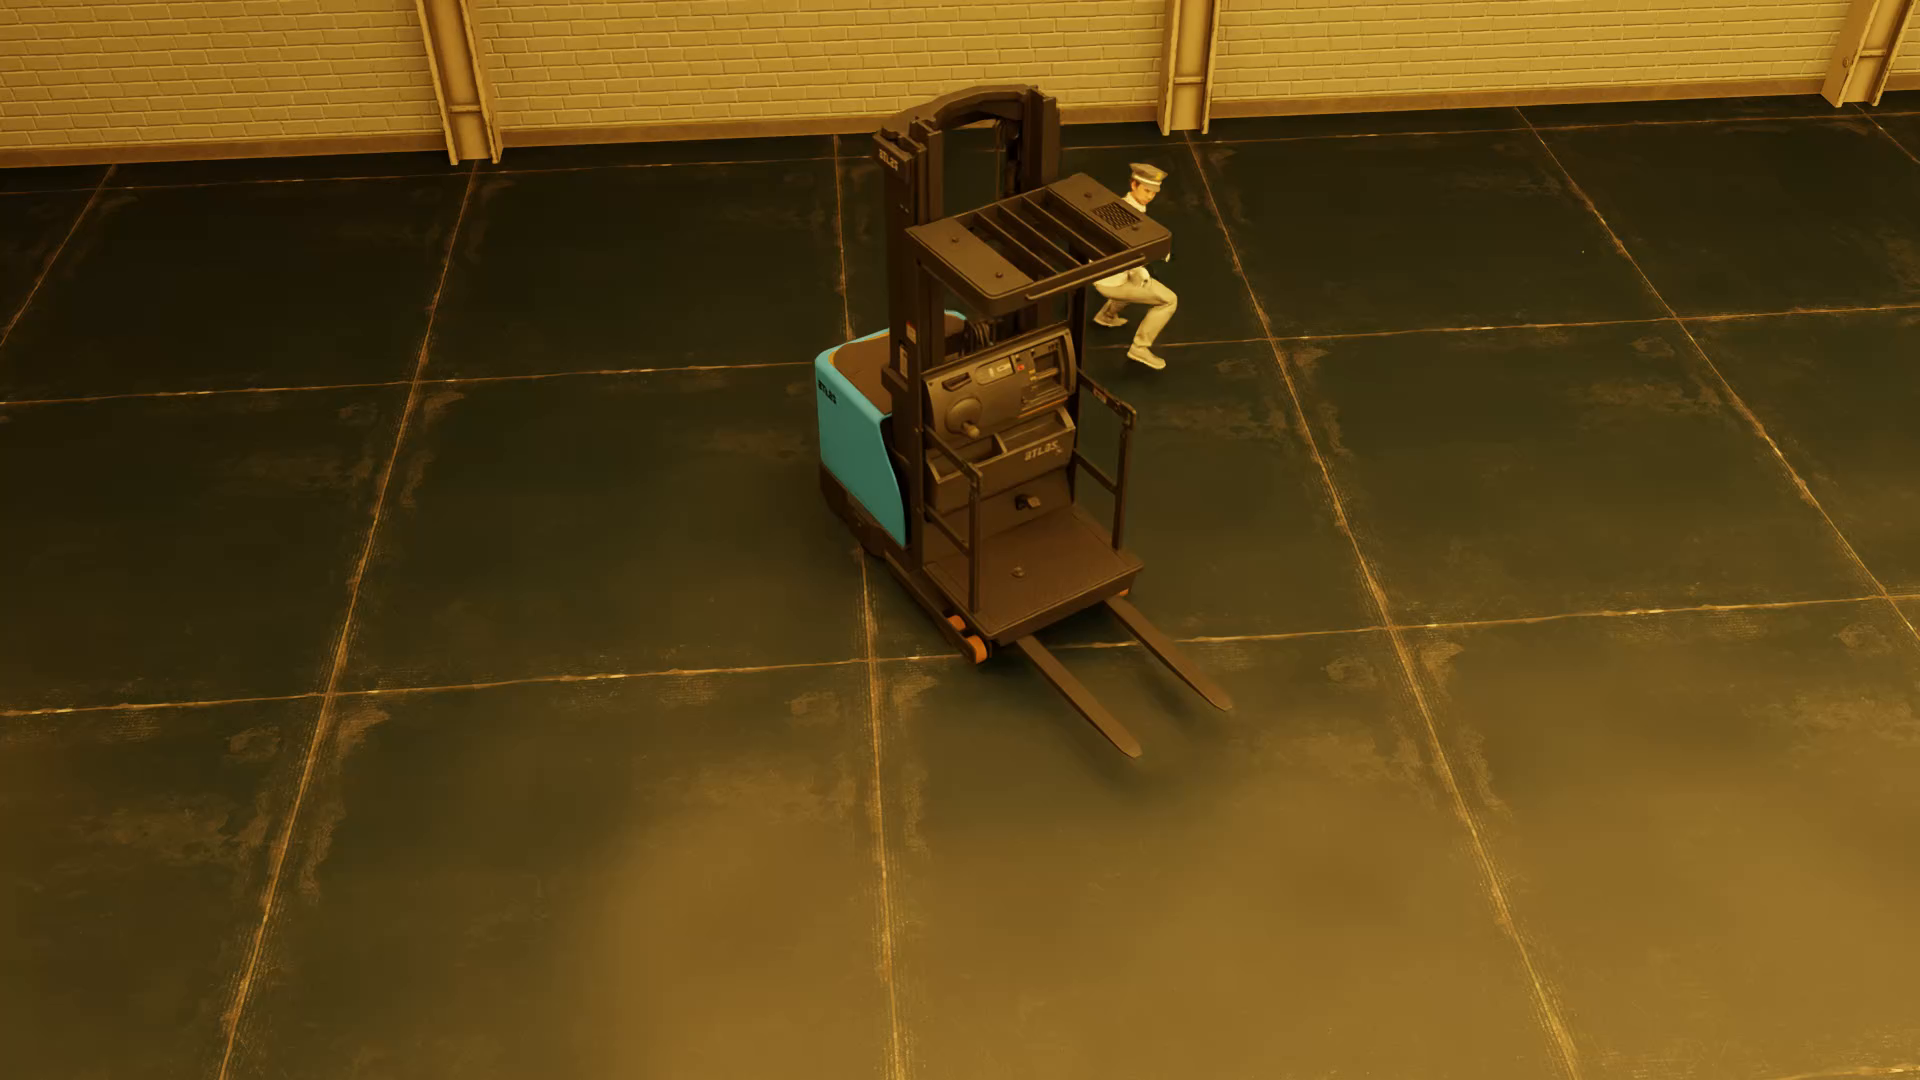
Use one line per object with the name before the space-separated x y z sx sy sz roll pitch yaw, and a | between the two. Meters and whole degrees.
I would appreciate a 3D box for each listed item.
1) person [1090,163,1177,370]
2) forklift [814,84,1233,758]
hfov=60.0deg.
person | 1.184 -1.874 11.328 0.655 1.469 0.839 -4 41 -4
forklift | 0.346 -0.767 8.835 1.130 2.935 3.031 -23 46 -24
